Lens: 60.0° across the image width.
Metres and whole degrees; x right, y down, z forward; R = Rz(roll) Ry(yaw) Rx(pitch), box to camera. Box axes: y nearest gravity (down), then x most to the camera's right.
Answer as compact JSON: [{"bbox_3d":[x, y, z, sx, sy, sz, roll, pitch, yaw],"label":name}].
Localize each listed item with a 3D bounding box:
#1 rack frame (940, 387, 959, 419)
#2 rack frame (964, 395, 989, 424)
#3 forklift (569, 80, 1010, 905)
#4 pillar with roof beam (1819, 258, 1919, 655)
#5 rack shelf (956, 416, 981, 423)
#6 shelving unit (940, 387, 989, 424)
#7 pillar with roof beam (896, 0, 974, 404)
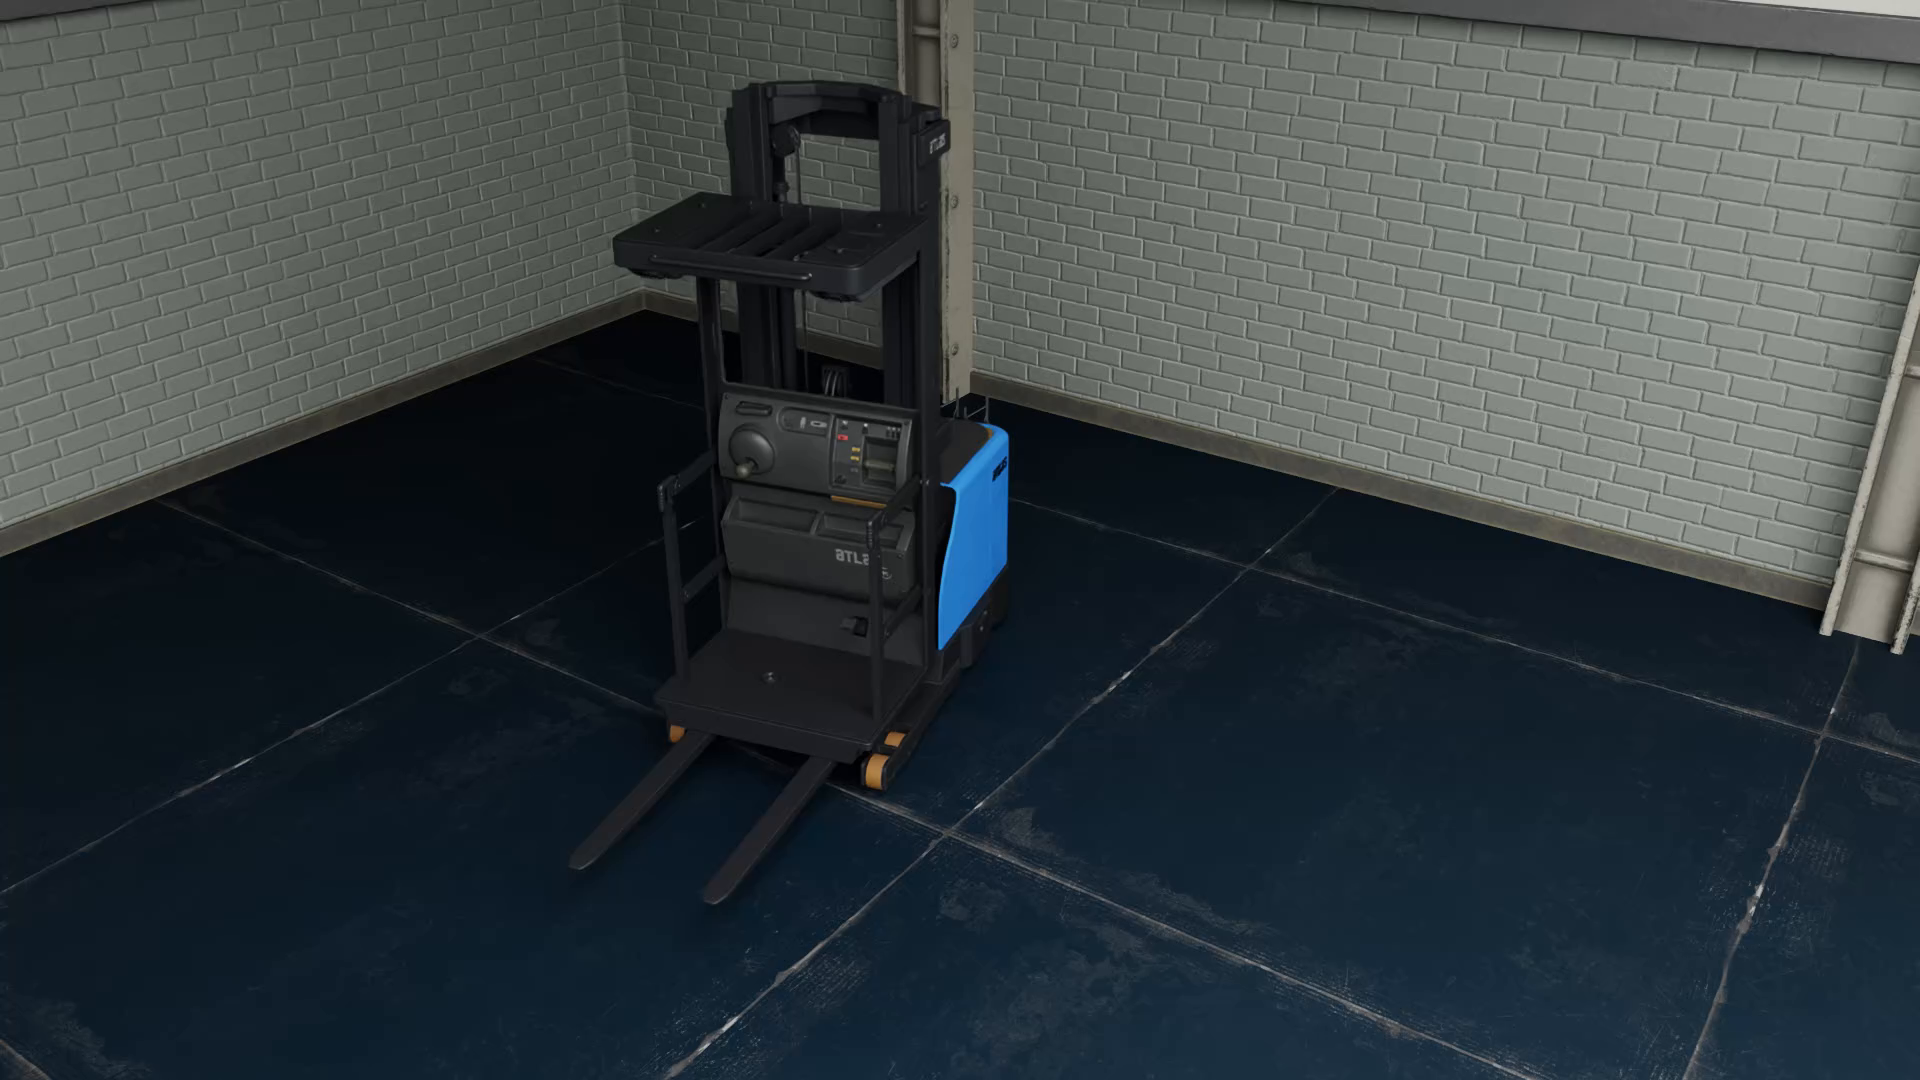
[{"bbox_3d":[-0.077,-0.425,9.593,0.006,0.900,0.240,17,32,30],"label":"rack frame"},{"bbox_3d":[0.090,-0.373,9.490,0.006,0.900,0.240,17,32,30],"label":"rack frame"},{"bbox_3d":[-0.729,-0.386,7.277,1.130,2.935,3.031,10,29,18],"label":"forklift"},{"bbox_3d":[2.348,-1.916,3.593,0.400,9.000,9.100,17,32,30],"label":"pillar with roof beam"},{"bbox_3d":[0.007,-0.610,9.434,0.200,0.077,0.258,17,32,30],"label":"rack shelf"},{"bbox_3d":[0.007,-0.399,9.542,0.210,0.900,0.258,17,32,30],"label":"shelving unit"},{"bbox_3d":[-2.598,-3.457,6.621,0.400,9.000,9.100,17,32,30],"label":"pillar with roof beam"}]
